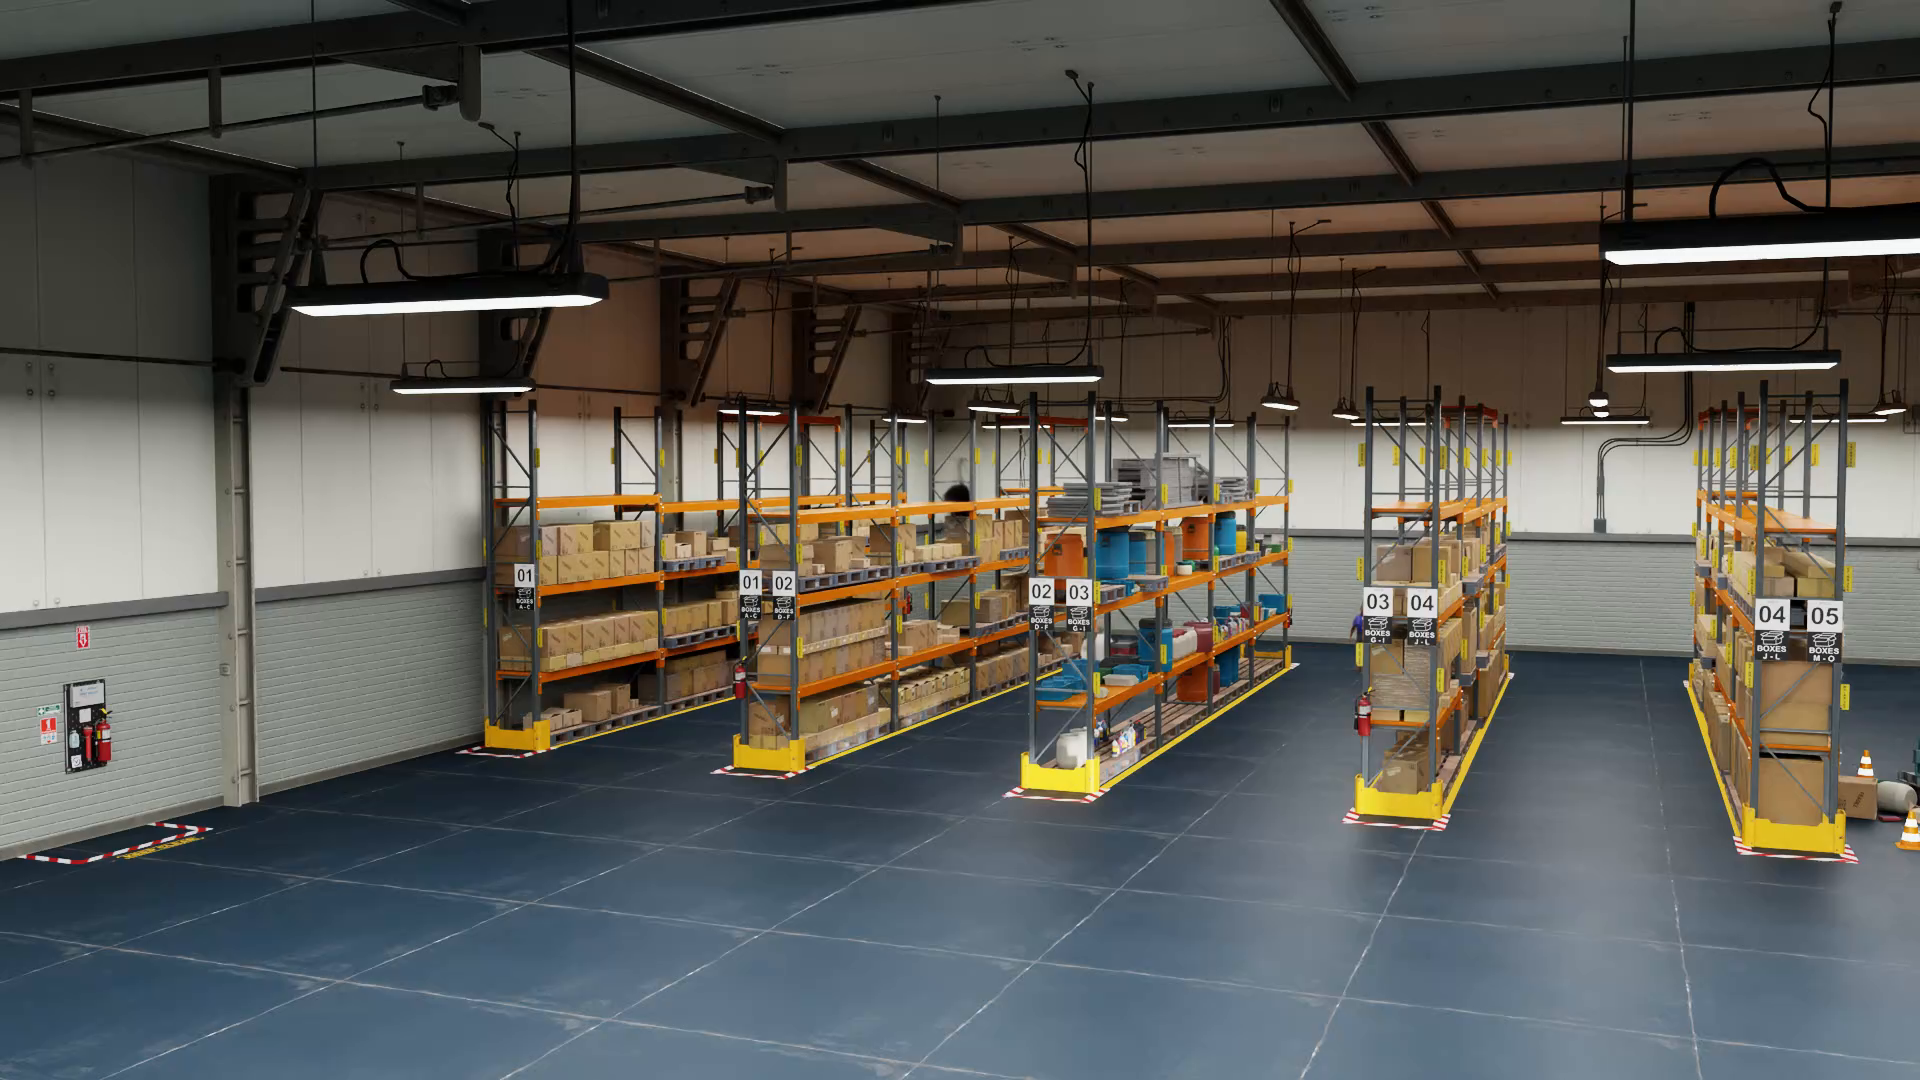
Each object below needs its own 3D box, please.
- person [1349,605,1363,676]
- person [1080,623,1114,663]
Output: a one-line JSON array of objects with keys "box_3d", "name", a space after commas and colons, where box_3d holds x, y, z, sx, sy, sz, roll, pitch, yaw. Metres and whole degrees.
[{"box_3d": [9.334, 2.294, 38.612, 0.618, 1.618, 0.833, 2, 4, 40], "name": "person"}, {"box_3d": [2.702, 2.513, 32.955, 0.740, 1.735, 0.692, 2, 3, 31], "name": "person"}]
